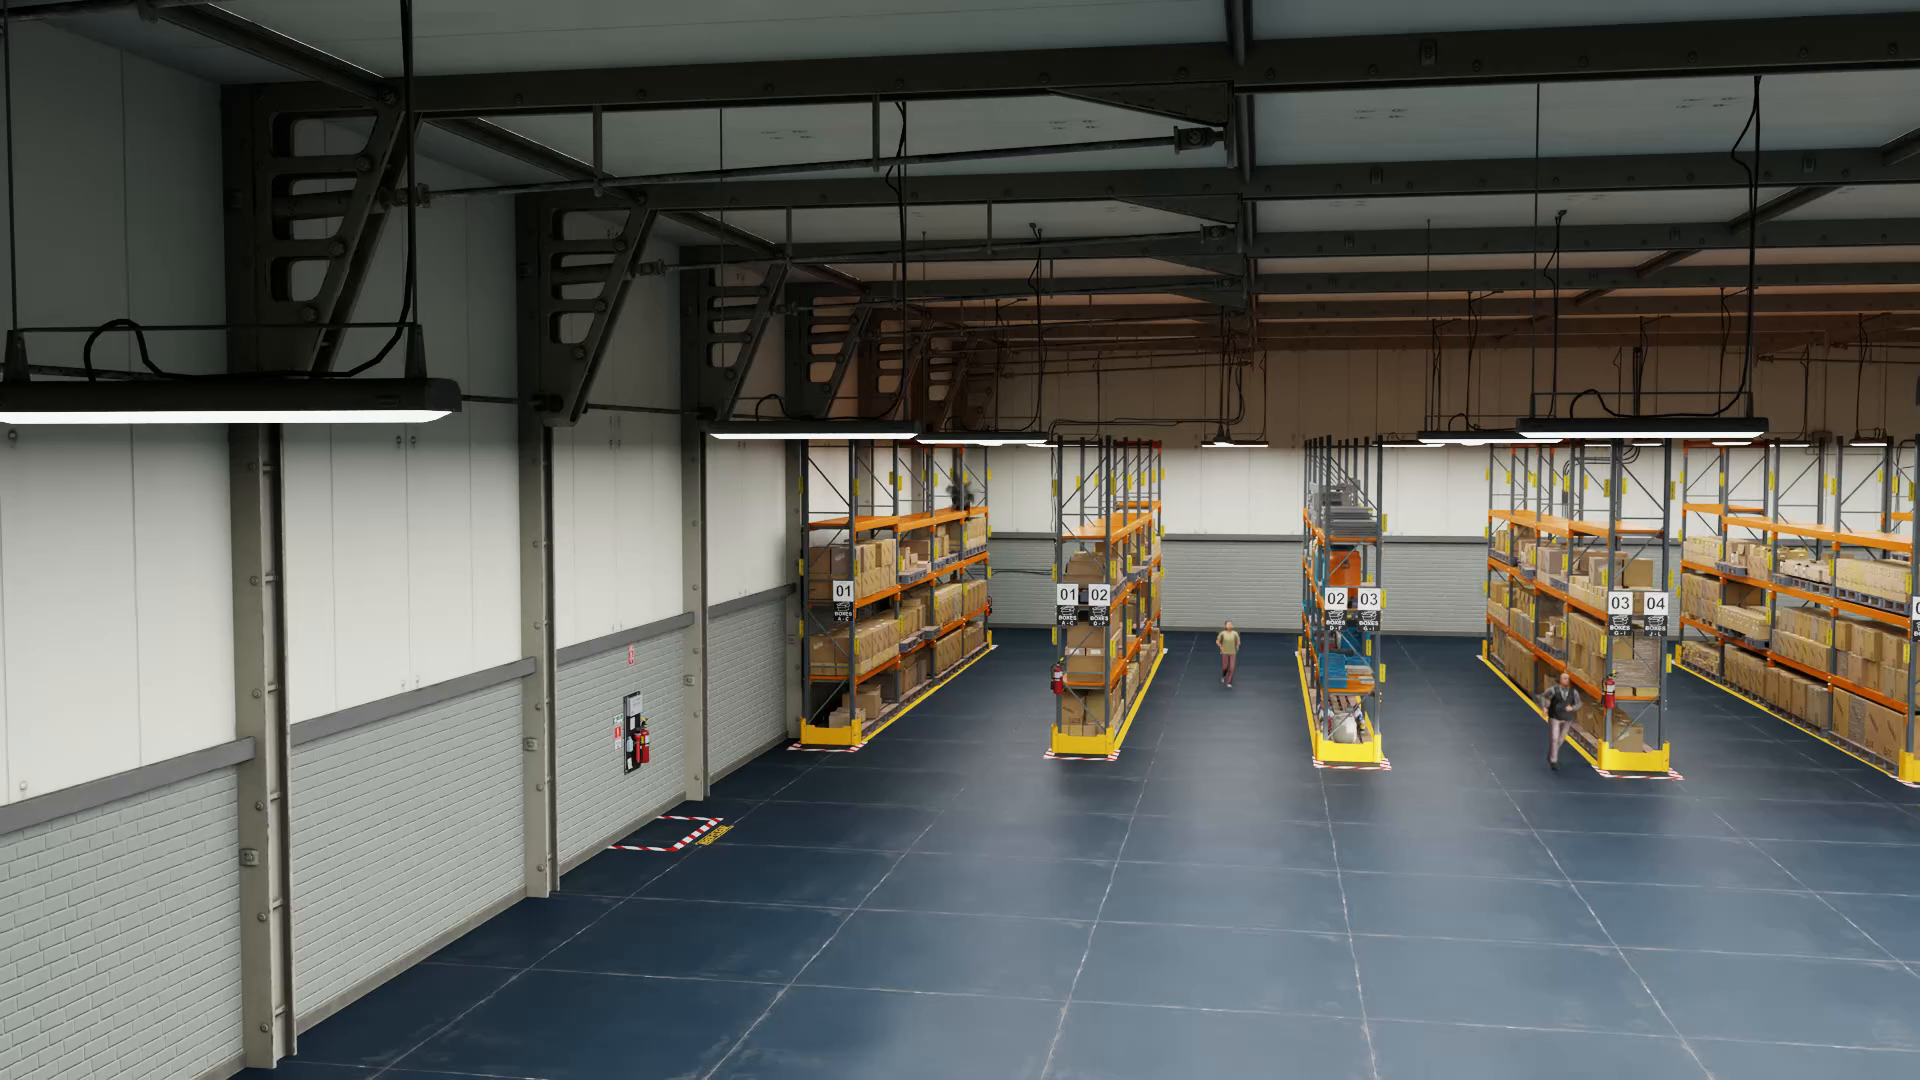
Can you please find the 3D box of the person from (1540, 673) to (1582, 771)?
[{"bbox_3d":[10.776,3.225,29.775,0.677,1.682,0.993,0,3,4],"label":"person"}]

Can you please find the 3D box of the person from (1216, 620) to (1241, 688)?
[{"bbox_3d":[6.490,2.739,40.134,0.578,1.619,0.568,0,3,1],"label":"person"}]
